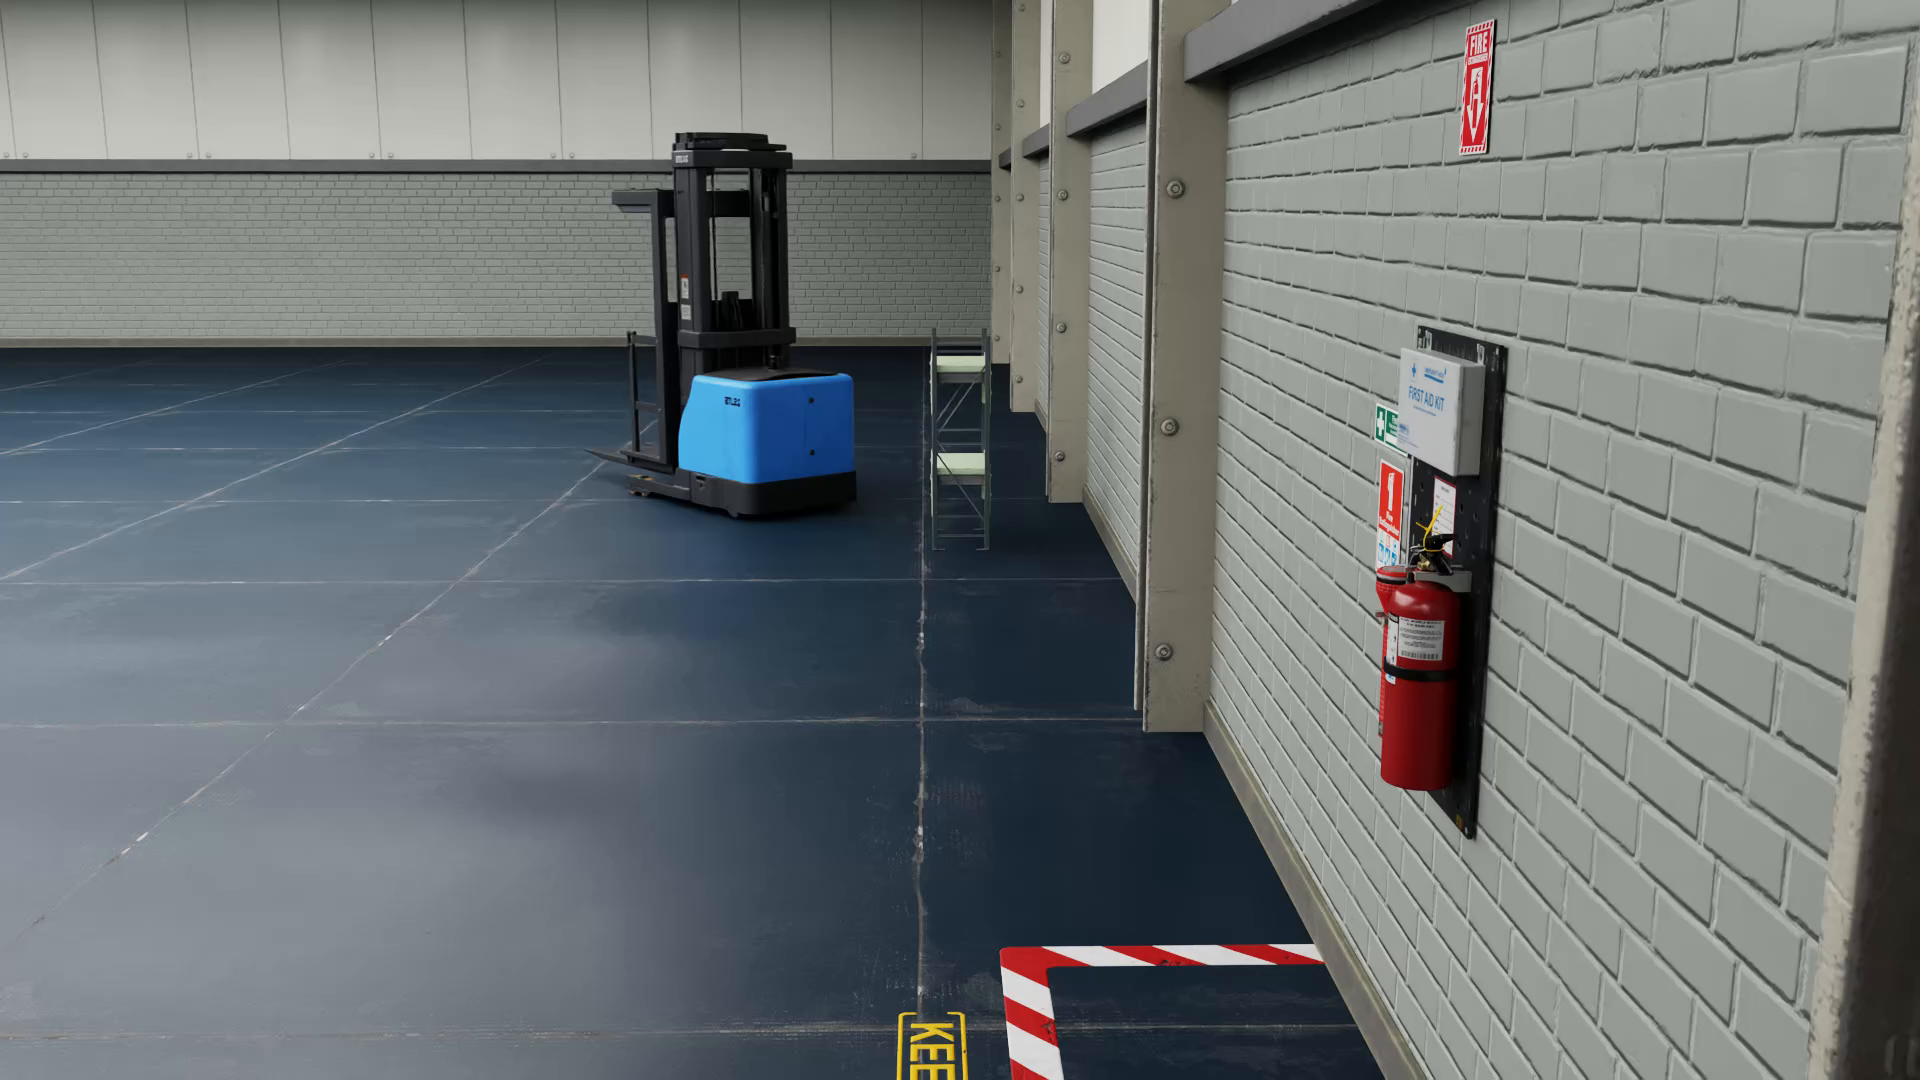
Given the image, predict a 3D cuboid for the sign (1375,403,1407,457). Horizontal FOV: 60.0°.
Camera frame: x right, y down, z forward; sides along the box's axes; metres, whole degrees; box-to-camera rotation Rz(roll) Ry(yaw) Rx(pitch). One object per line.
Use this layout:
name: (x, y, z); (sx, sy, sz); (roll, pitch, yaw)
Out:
sign: (1.196, -0.308, 4.611); (0.001, 0.109, 0.331); (0, 11, -1)

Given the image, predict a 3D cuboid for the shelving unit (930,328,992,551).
shelving unit: (0.000, -0.736, 11.917); (0.431, 1.500, 0.755); (0, 11, -1)

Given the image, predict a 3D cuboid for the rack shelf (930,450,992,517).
rack shelf: (0.000, -0.417, 11.981); (0.431, 0.370, 0.720); (0, 11, -1)

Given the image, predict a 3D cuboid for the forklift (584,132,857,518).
forklift: (-2.155, -1.846, 13.786); (1.130, 2.935, 3.031); (-9, 15, -39)

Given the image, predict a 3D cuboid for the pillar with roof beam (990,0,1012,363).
pillar with roof beam: (-3.674, -7.123, 24.538); (9.100, 9.000, 0.400); (0, 11, -1)

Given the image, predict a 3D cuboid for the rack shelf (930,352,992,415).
rack shelf: (0.000, -1.119, 11.839); (0.431, 0.370, 0.720); (0, 11, -1)

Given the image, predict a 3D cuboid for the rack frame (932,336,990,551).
rack frame: (0.007, -0.664, 11.558); (0.400, 1.500, 0.023); (0, 11, -1)

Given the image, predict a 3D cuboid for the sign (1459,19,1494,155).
sign: (1.213, -1.060, 3.908); (0.001, 0.298, 0.199); (0, 11, -1)

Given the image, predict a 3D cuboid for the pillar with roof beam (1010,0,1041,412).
pillar with roof beam: (-3.550, -5.931, 18.659); (9.100, 9.000, 0.400); (0, 11, -1)

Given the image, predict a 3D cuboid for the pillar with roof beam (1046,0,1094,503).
pillar with roof beam: (-3.426, -4.738, 12.780); (9.100, 9.000, 0.400); (0, 11, -1)

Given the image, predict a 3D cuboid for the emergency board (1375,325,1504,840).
emergency board: (1.113, 0.078, 4.128); (0.194, 1.169, 0.643); (0, 11, -1)

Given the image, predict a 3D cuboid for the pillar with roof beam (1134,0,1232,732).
pillar with roof beam: (-3.302, -3.545, 6.901); (9.100, 9.000, 0.400); (0, 11, -1)

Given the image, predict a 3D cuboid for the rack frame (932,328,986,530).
rack frame: (-0.008, -0.809, 12.275); (0.400, 1.500, 0.023); (0, 11, -1)

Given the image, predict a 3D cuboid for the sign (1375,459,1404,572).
sign: (1.205, -0.049, 4.669); (0.001, 0.329, 0.234); (0, 11, -1)
